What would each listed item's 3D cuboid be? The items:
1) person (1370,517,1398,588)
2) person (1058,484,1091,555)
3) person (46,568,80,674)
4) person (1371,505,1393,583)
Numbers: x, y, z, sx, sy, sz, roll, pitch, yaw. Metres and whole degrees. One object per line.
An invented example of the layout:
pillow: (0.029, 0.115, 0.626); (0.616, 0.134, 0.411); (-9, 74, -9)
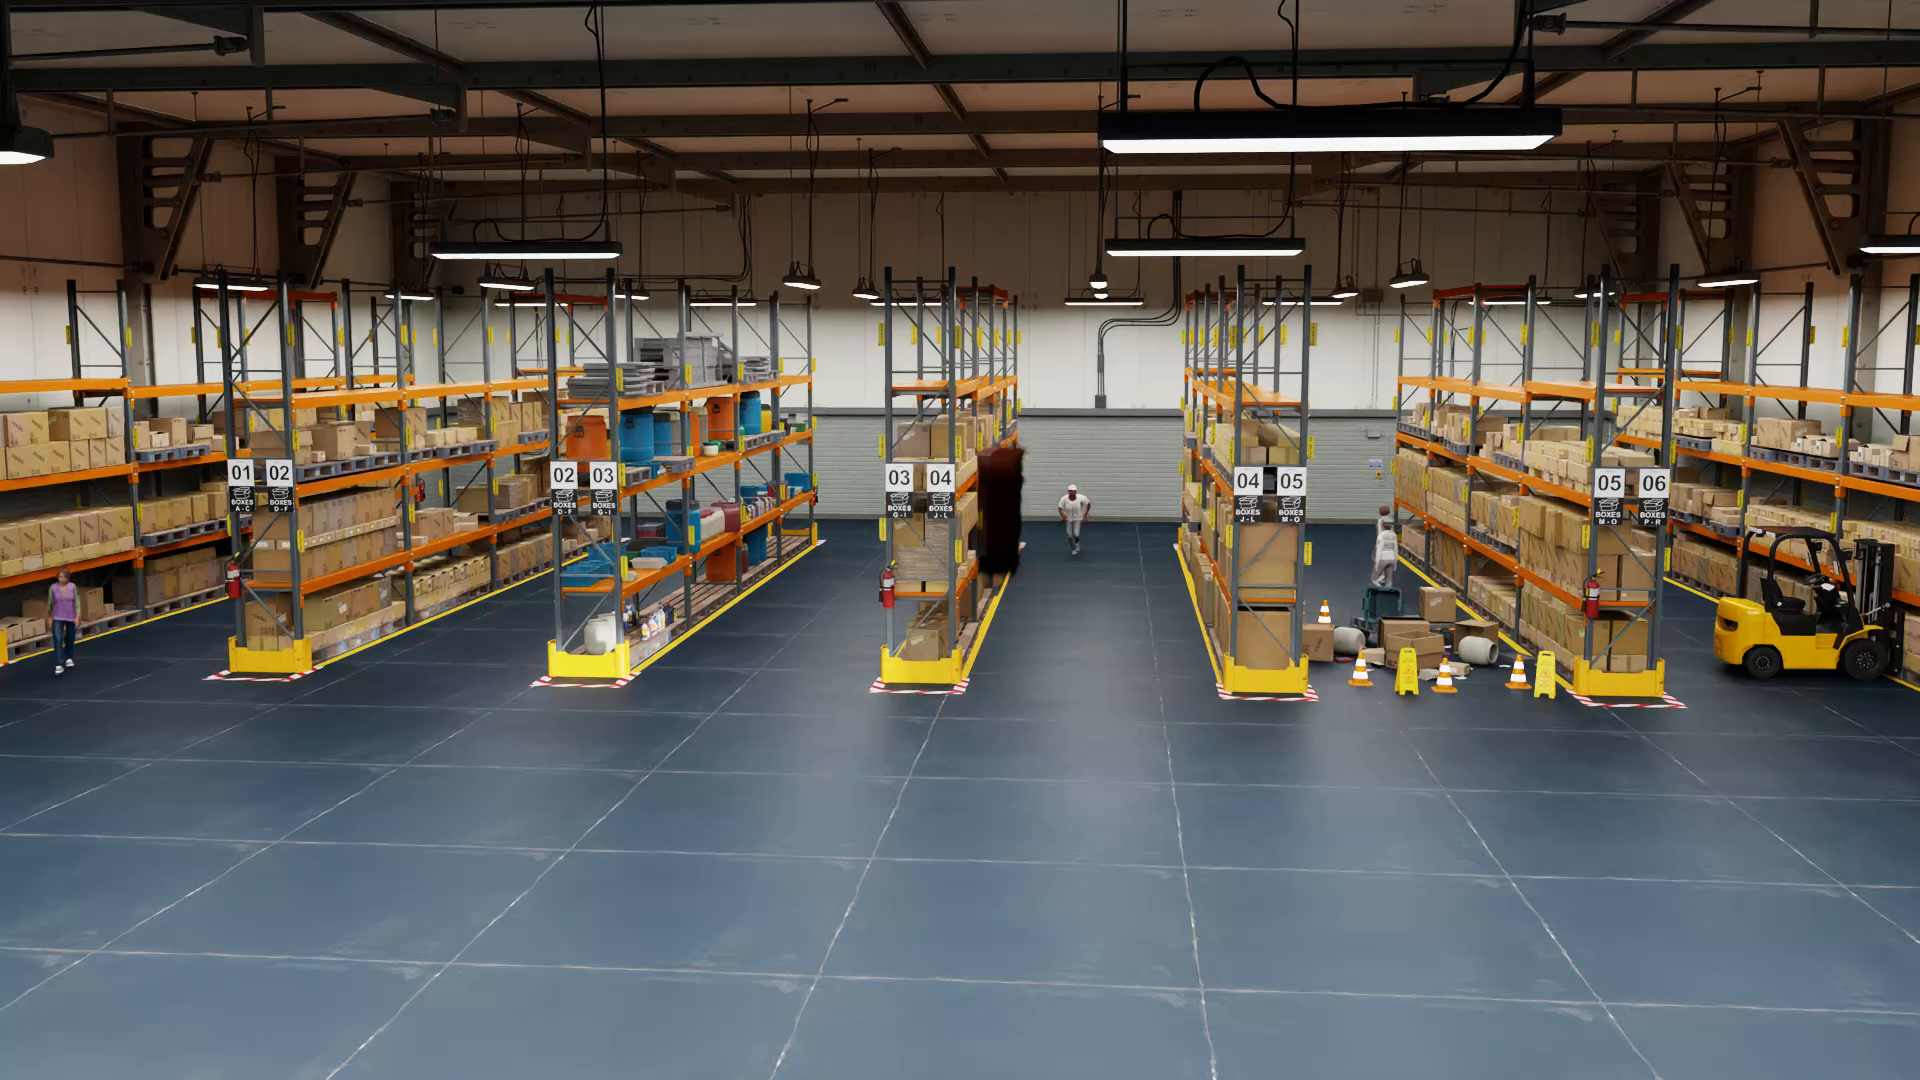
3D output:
person: (7.916, 0.422, 30.973); (0.521, 1.693, 0.354); (-3, 8, -25)
person: (2.629, -0.468, 38.291); (0.733, 1.660, 0.721); (2, 7, 13)
person: (-13.432, 1.191, 24.931); (0.447, 1.542, 0.951); (-5, 9, -35)
person: (8.674, 0.091, 34.002); (0.446, 1.612, 0.372); (-5, 8, -34)
